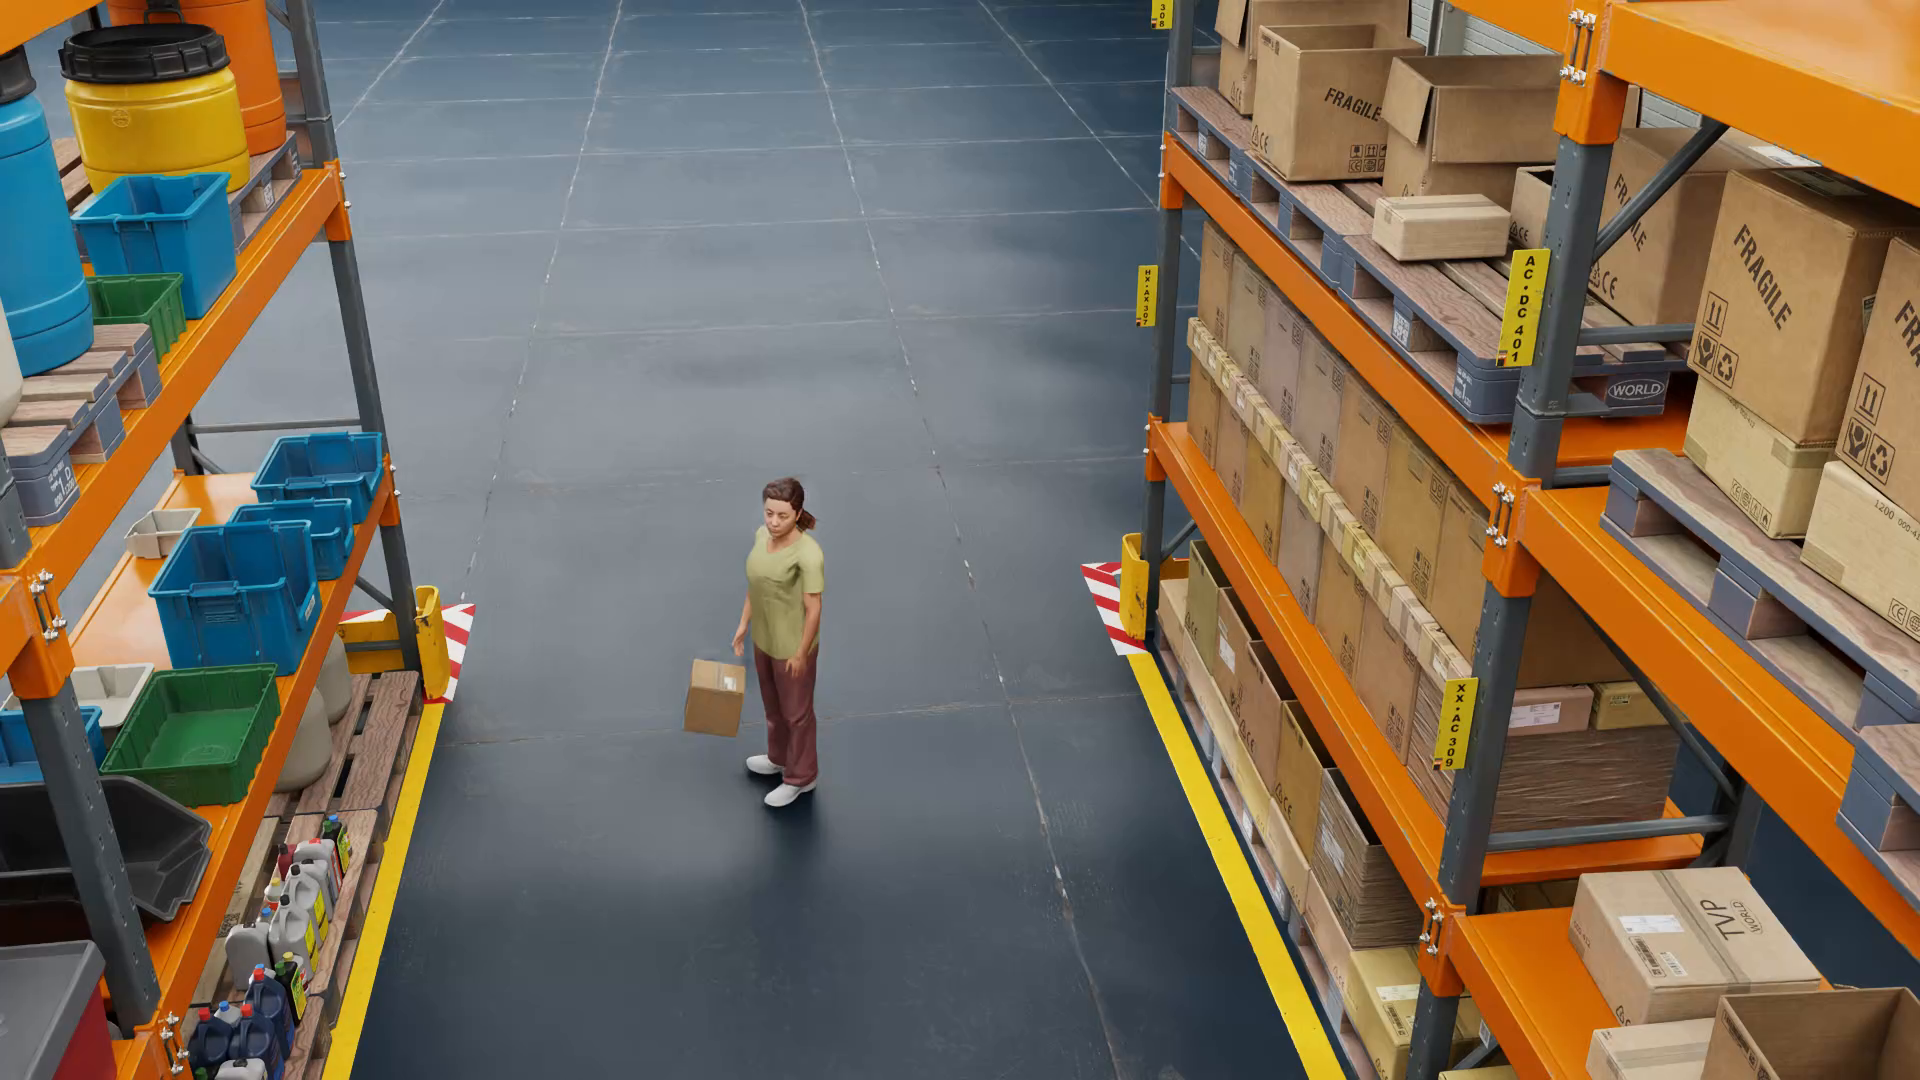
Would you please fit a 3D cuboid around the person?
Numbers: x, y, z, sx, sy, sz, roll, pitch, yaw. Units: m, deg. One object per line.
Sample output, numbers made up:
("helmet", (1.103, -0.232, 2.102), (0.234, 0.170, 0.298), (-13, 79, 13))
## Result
("person", (-0.837, 0.462, 7.698), (0.369, 1.673, 0.564), (-21, 34, -35))
